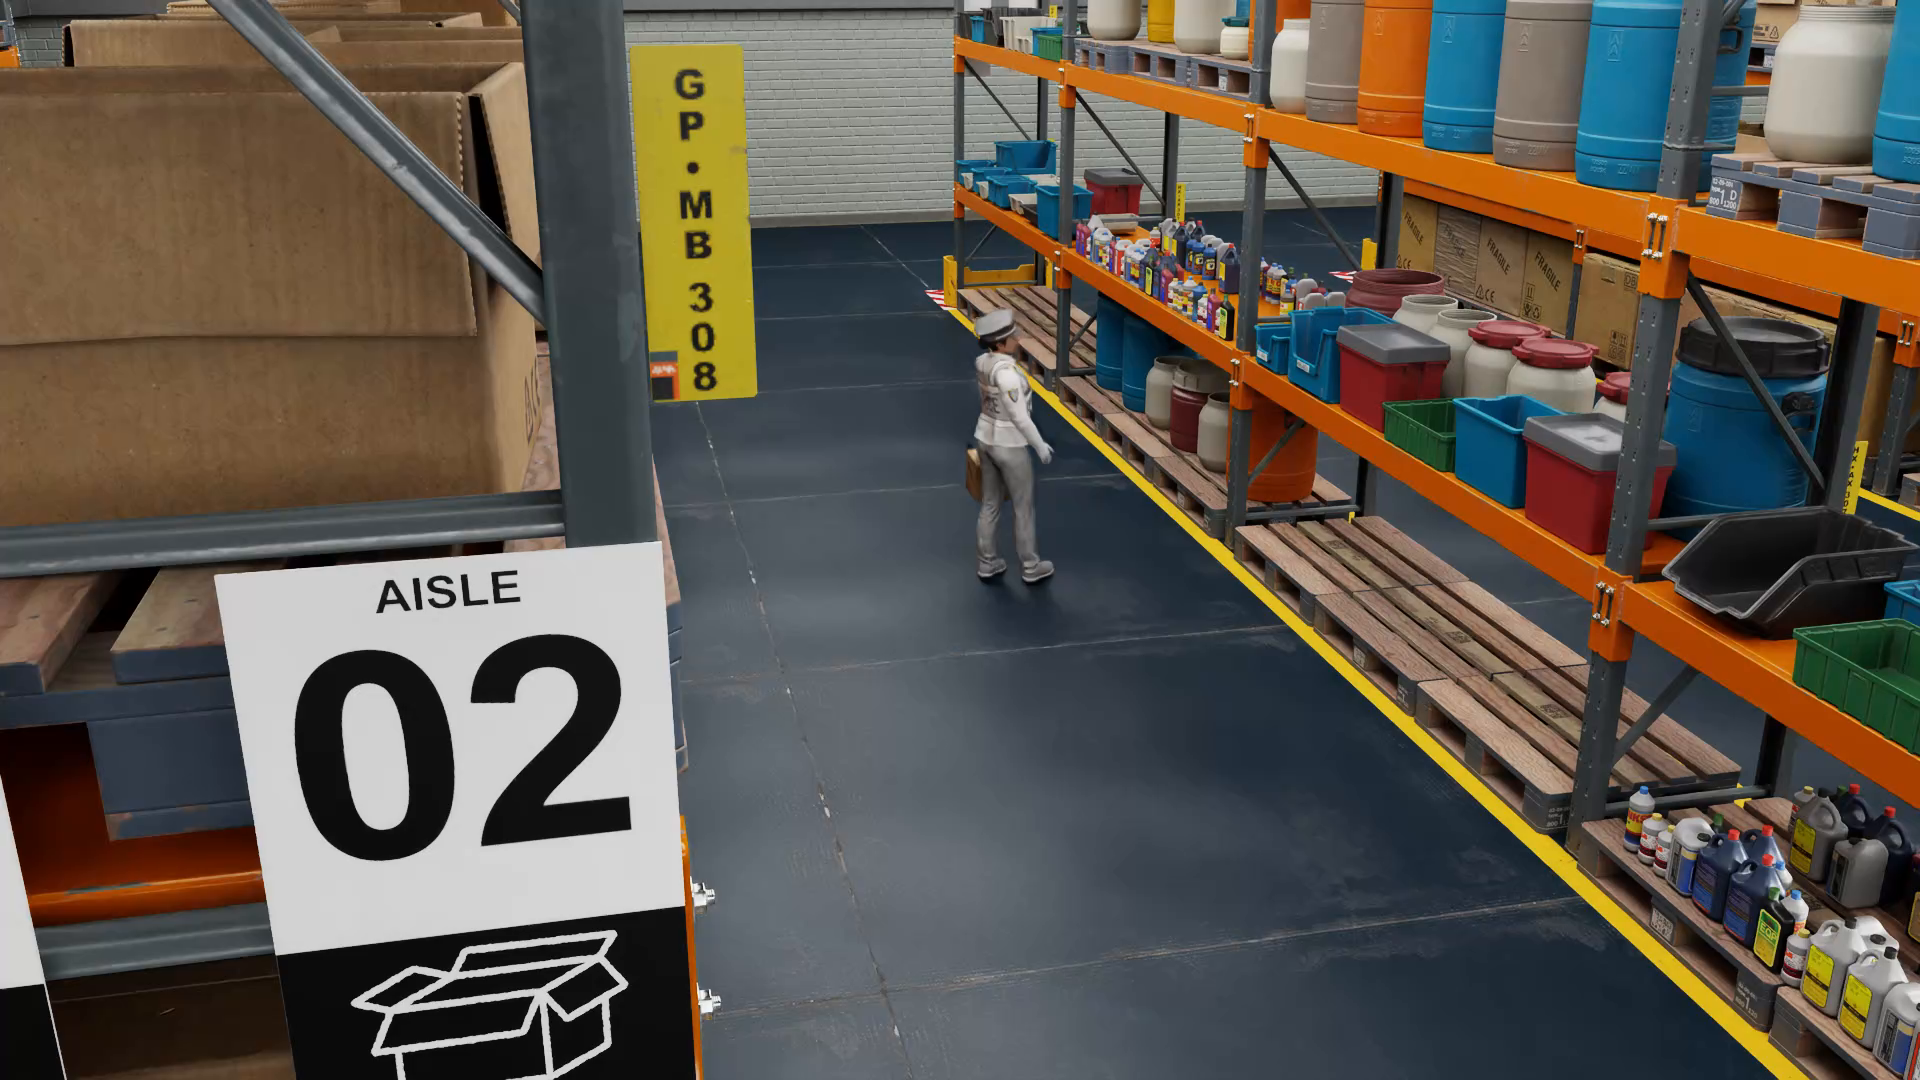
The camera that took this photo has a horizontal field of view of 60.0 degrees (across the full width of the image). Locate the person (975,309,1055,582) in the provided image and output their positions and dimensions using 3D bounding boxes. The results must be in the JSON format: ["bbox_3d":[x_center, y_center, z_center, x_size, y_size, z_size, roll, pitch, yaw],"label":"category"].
[{"bbox_3d":[0.311,-0.572,10.076,0.533,1.694,0.501,-11,22,-28],"label":"person"}]
